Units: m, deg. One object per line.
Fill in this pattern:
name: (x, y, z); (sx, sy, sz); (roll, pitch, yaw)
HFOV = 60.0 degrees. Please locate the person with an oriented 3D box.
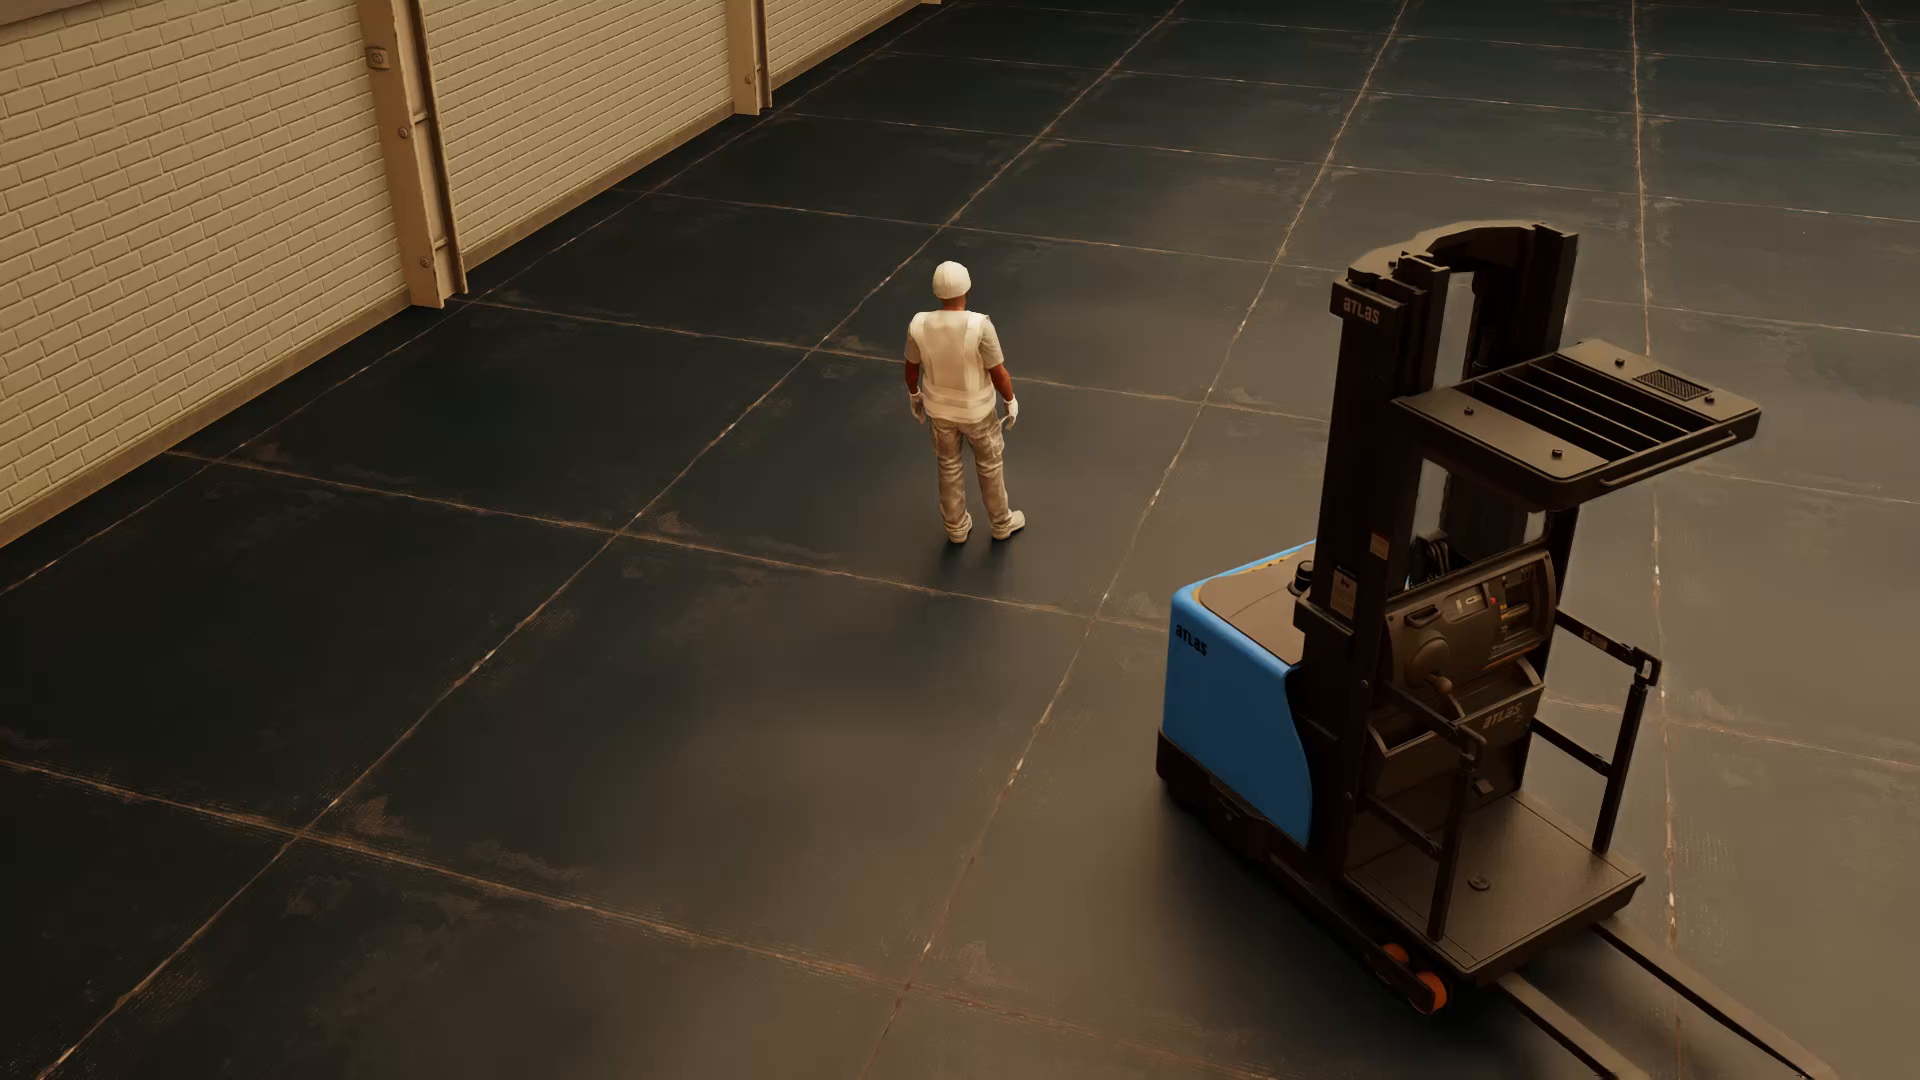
person: (0.031, -0.813, 9.709); (0.656, 1.784, 0.575); (10, 31, 16)

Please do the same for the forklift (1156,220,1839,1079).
forklift: (2.158, 0.374, 6.480); (1.130, 2.935, 3.031); (-17, 34, -28)
